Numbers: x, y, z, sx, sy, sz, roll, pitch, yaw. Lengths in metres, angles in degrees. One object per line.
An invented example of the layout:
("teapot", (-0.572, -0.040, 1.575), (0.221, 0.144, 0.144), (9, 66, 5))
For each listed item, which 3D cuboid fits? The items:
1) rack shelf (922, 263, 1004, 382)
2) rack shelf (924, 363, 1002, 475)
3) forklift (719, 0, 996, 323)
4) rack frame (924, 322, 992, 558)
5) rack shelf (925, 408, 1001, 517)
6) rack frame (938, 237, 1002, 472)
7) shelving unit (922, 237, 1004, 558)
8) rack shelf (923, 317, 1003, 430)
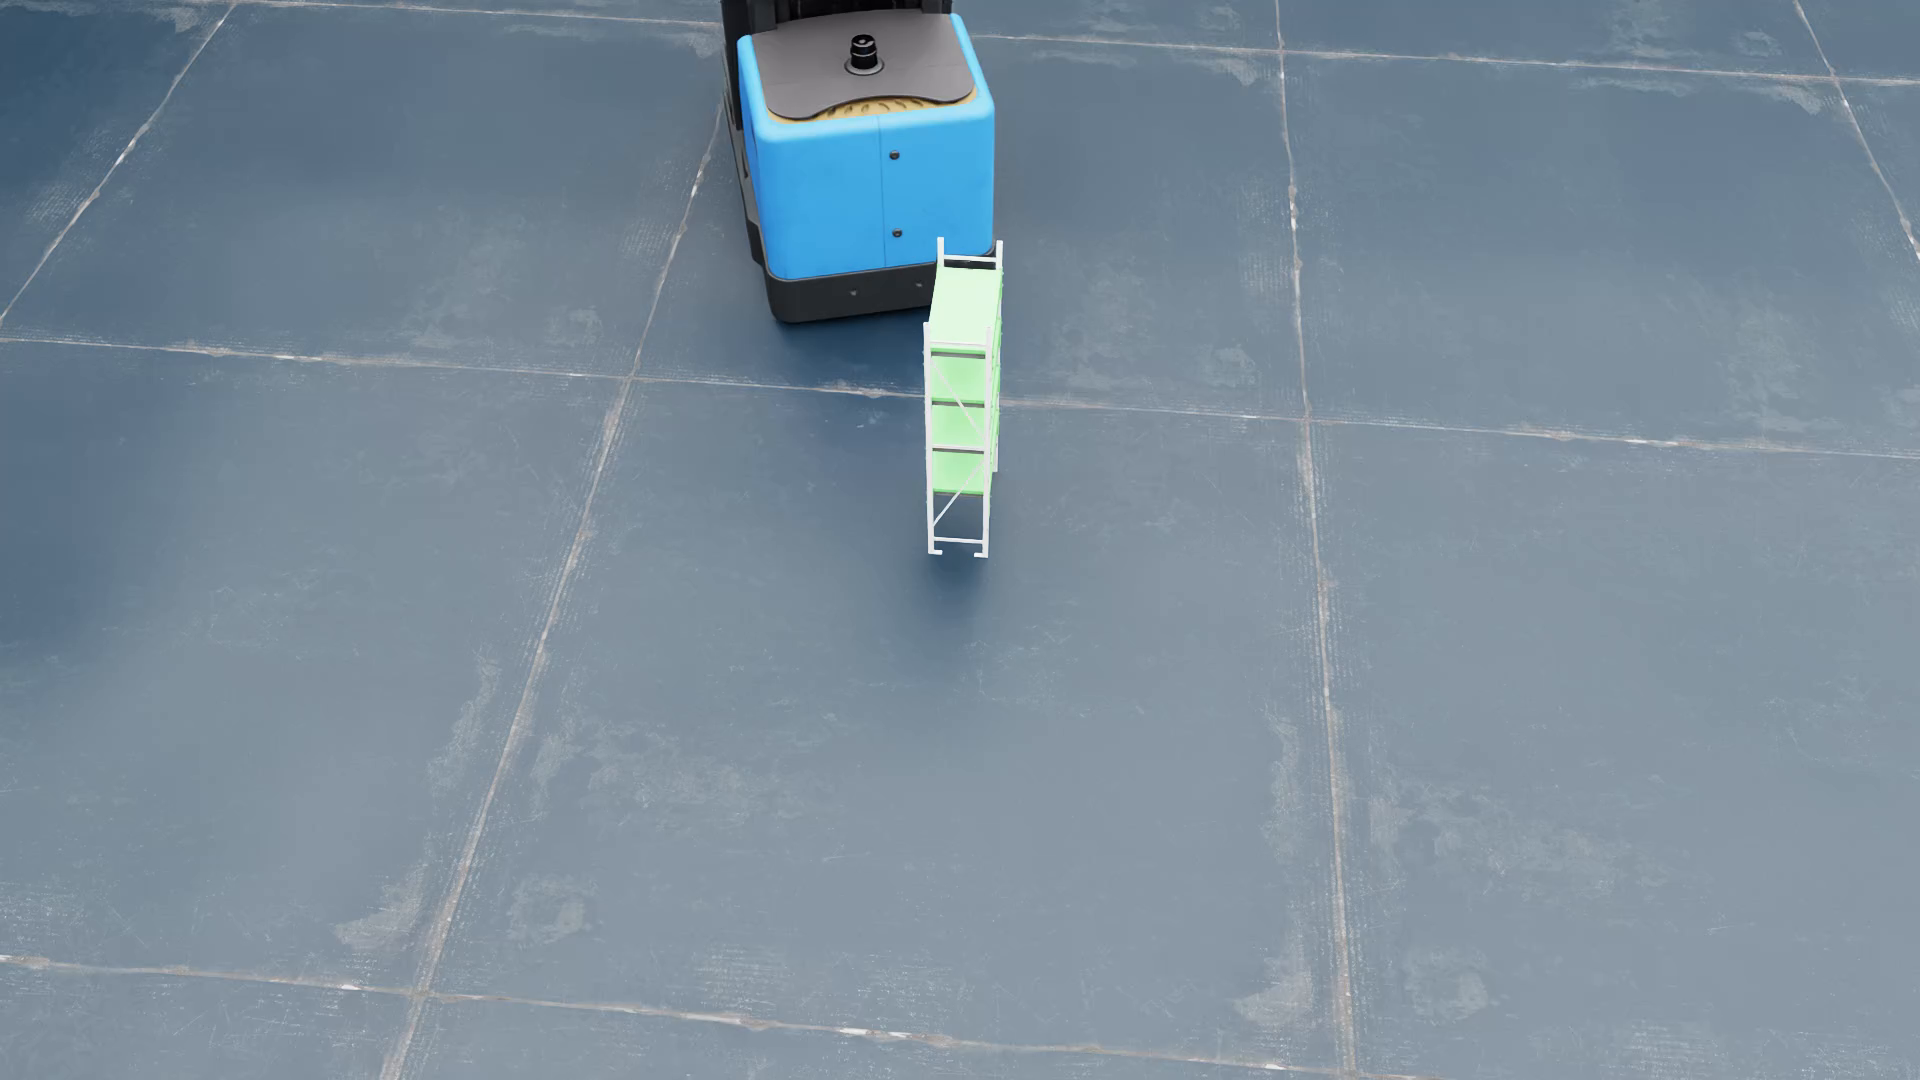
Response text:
("rack shelf", (0.015, -0.807, 6.137), (0.258, 0.148, 0.480), (4, 48, 4))
("rack shelf", (0.015, -0.483, 6.492), (0.258, 0.148, 0.480), (4, 48, 4))
("forklift", (-0.631, -3.088, 7.614), (1.130, 2.935, 3.031), (-8, 48, -8))
("rack frame", (-0.007, -0.347, 6.280), (0.240, 1.200, 0.015), (4, 48, 4))
("rack shelf", (0.015, -0.321, 6.669), (0.258, 0.148, 0.480), (4, 48, 4))
("rack frame", (0.037, -0.706, 6.608), (0.240, 1.200, 0.015), (4, 48, 4))
("shelving unit", (0.015, -0.527, 6.444), (0.258, 1.200, 0.503), (4, 48, 4))
("rack shelf", (0.015, -0.645, 6.314), (0.258, 0.148, 0.480), (4, 48, 4))
